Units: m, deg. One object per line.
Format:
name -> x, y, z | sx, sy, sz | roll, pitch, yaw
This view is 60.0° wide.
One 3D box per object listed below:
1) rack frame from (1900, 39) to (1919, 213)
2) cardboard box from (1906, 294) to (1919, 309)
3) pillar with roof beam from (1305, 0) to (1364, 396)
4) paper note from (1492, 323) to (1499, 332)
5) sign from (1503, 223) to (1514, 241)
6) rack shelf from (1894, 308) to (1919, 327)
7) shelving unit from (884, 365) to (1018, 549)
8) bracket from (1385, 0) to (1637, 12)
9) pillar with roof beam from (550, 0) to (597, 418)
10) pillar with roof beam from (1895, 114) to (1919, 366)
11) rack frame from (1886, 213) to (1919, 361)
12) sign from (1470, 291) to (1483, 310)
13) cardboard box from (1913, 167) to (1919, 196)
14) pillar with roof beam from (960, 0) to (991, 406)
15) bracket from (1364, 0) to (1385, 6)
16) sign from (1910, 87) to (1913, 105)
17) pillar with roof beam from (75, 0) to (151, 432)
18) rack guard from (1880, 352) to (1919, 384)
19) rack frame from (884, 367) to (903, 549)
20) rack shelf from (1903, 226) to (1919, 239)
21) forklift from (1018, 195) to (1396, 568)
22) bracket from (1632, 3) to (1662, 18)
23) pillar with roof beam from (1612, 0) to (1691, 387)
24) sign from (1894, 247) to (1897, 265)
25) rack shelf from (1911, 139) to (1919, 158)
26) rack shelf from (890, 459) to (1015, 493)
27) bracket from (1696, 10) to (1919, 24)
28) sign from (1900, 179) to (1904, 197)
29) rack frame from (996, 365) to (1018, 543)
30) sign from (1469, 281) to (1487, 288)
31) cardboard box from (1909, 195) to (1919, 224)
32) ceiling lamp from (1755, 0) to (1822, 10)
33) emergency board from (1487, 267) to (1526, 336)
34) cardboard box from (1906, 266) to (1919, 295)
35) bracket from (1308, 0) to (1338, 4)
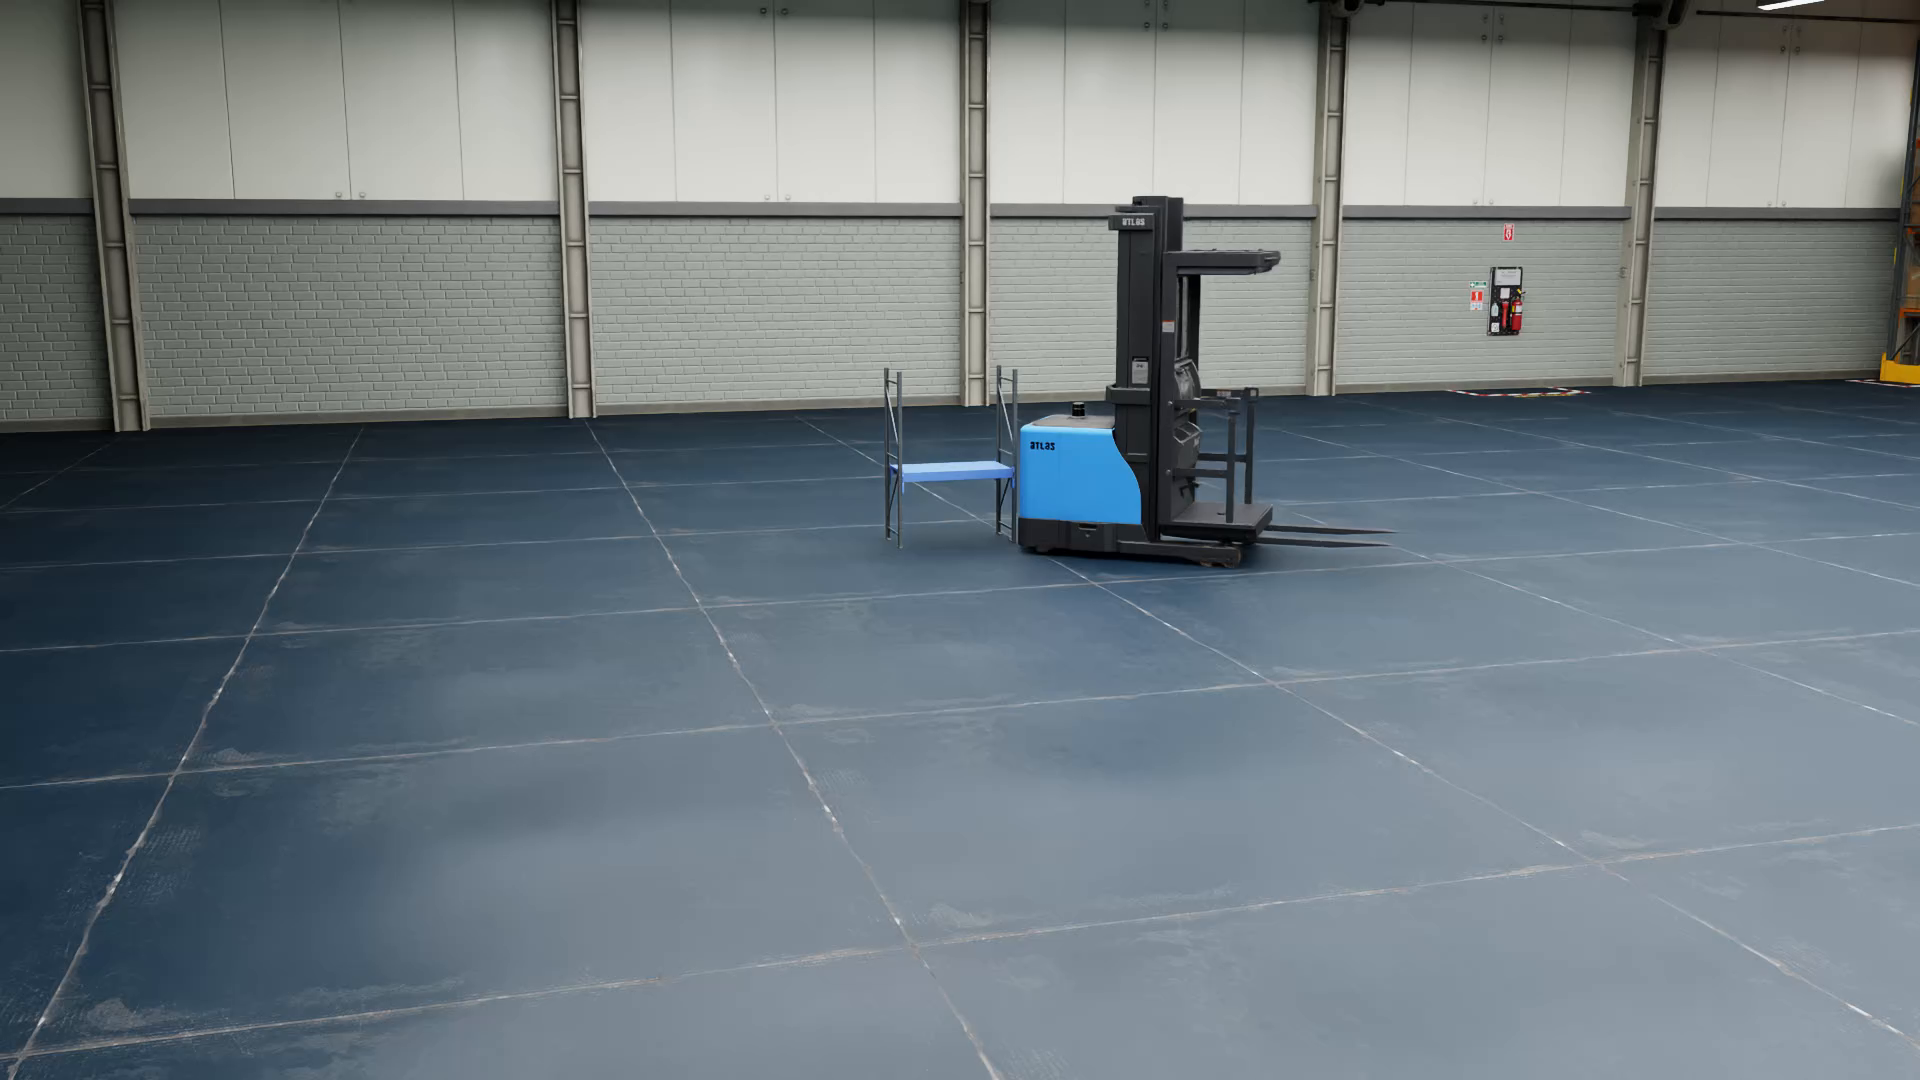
rack frame -> 17.078, -7.261, 29.133 | 0.127, 3.000, 1.000 | -3, 11, -16
cardboard box -> 17.473, -4.304, 29.999 | 0.500, 0.250, 0.500 | -3, 11, -15
pillar with roof beam -> 7.190, -6.091, 22.778 | 0.548, 9.000, 9.100 | -3, 11, -16
paper note -> 9.175, -3.644, 28.489 | 0.142, 0.148, 0.016 | -3, 11, -16
sign -> 9.329, -5.231, 28.274 | 0.199, 0.298, 0.001 | -3, 11, -16
rack shelf -> 18.999, -4.058, 30.291 | 4.000, 0.370, 1.077 | -3, 11, -16
shelving unit -> -0.082, -0.733, 14.387 | 1.048, 1.500, 0.538 | -3, 11, -16
bracket -> 8.958, -8.699, 27.004 | 4.783, 0.066, 0.076 | -3, 11, -16
pillar with roof beam -> -4.332, -5.484, 19.479 | 0.400, 9.000, 9.100 | -3, 11, -16
pillar with roof beam -> 18.712, -6.698, 26.077 | 0.400, 9.000, 9.100 | -3, 11, -16
rack frame -> 17.078, -4.310, 29.676 | 0.127, 3.000, 1.000 | -3, 11, -16
sign -> 8.805, -4.082, 28.335 | 0.234, 0.329, 0.001 | -3, 11, -16
cardboard box -> 17.419, -6.404, 29.668 | 0.500, 0.500, 0.500 | -3, 11, -13
pillar with roof beam -> 1.429, -5.787, 21.129 | 0.548, 9.000, 9.100 | -3, 11, -16
bracket -> 6.485, -8.569, 26.296 | 0.430, 0.232, 0.235 | -3, 11, -16
sign -> 16.943, -7.896, 29.563 | 0.005, 0.325, 0.100 | -3, 11, -16
pillar with roof beam -> -10.092, -5.180, 17.830 | 0.400, 9.000, 9.100 | -3, 11, -16
rack guard -> 17.151, -3.085, 29.923 | 0.348, 0.500, 1.175 | -3, 11, -16
rack frame -> -0.570, -0.708, 14.247 | 0.032, 1.500, 0.500 | -3, 11, -16
rack shelf -> 18.999, -5.533, 30.019 | 4.000, 0.370, 1.077 | -3, 11, -16
forklift -> 2.060, -1.327, 13.657 | 3.031, 2.935, 1.130 | 3, 11, 18
bracket -> 11.449, -8.831, 27.717 | 0.430, 0.232, 0.235 | -3, 11, -16
pillar with roof beam -> 12.951, -6.395, 24.427 | 0.548, 9.000, 9.100 | -3, 11, -16
sign -> 16.942, -5.133, 30.072 | 0.005, 0.325, 0.100 | -3, 11, -16
rack shelf -> 18.999, -7.007, 29.748 | 4.000, 0.370, 1.077 | -3, 11, -16
rack shelf -> -0.082, -0.556, 14.420 | 1.000, 0.185, 0.538 | -3, 11, -16
bracket -> 14.719, -9.003, 28.654 | 4.783, 0.066, 0.076 | -3, 11, -16
sign -> 16.942, -6.319, 29.854 | 0.005, 0.325, 0.100 | -3, 11, -16
rack frame -> 0.406, -0.759, 14.527 | 0.032, 1.500, 0.500 | -3, 11, -16
sign -> 8.812, -4.341, 28.279 | 0.331, 0.109, 0.001 | -3, 11, -16
cardboard box -> 17.408, -5.910, 29.747 | 0.500, 0.500, 0.500 | -2, 11, -12
ceiling lamp -> 11.717, -9.077, 22.874 | 0.800, 3.185, 2.000 | -3, 11, -16
emergency board -> 9.364, -4.074, 28.392 | 0.643, 1.169, 0.194 | -3, 11, -16
cardboard box -> 17.471, -4.676, 29.950 | 0.500, 0.500, 0.500 | -3, 11, -17
bracket -> 5.688, -8.527, 26.068 | 0.430, 0.232, 0.235 | -3, 11, -16
